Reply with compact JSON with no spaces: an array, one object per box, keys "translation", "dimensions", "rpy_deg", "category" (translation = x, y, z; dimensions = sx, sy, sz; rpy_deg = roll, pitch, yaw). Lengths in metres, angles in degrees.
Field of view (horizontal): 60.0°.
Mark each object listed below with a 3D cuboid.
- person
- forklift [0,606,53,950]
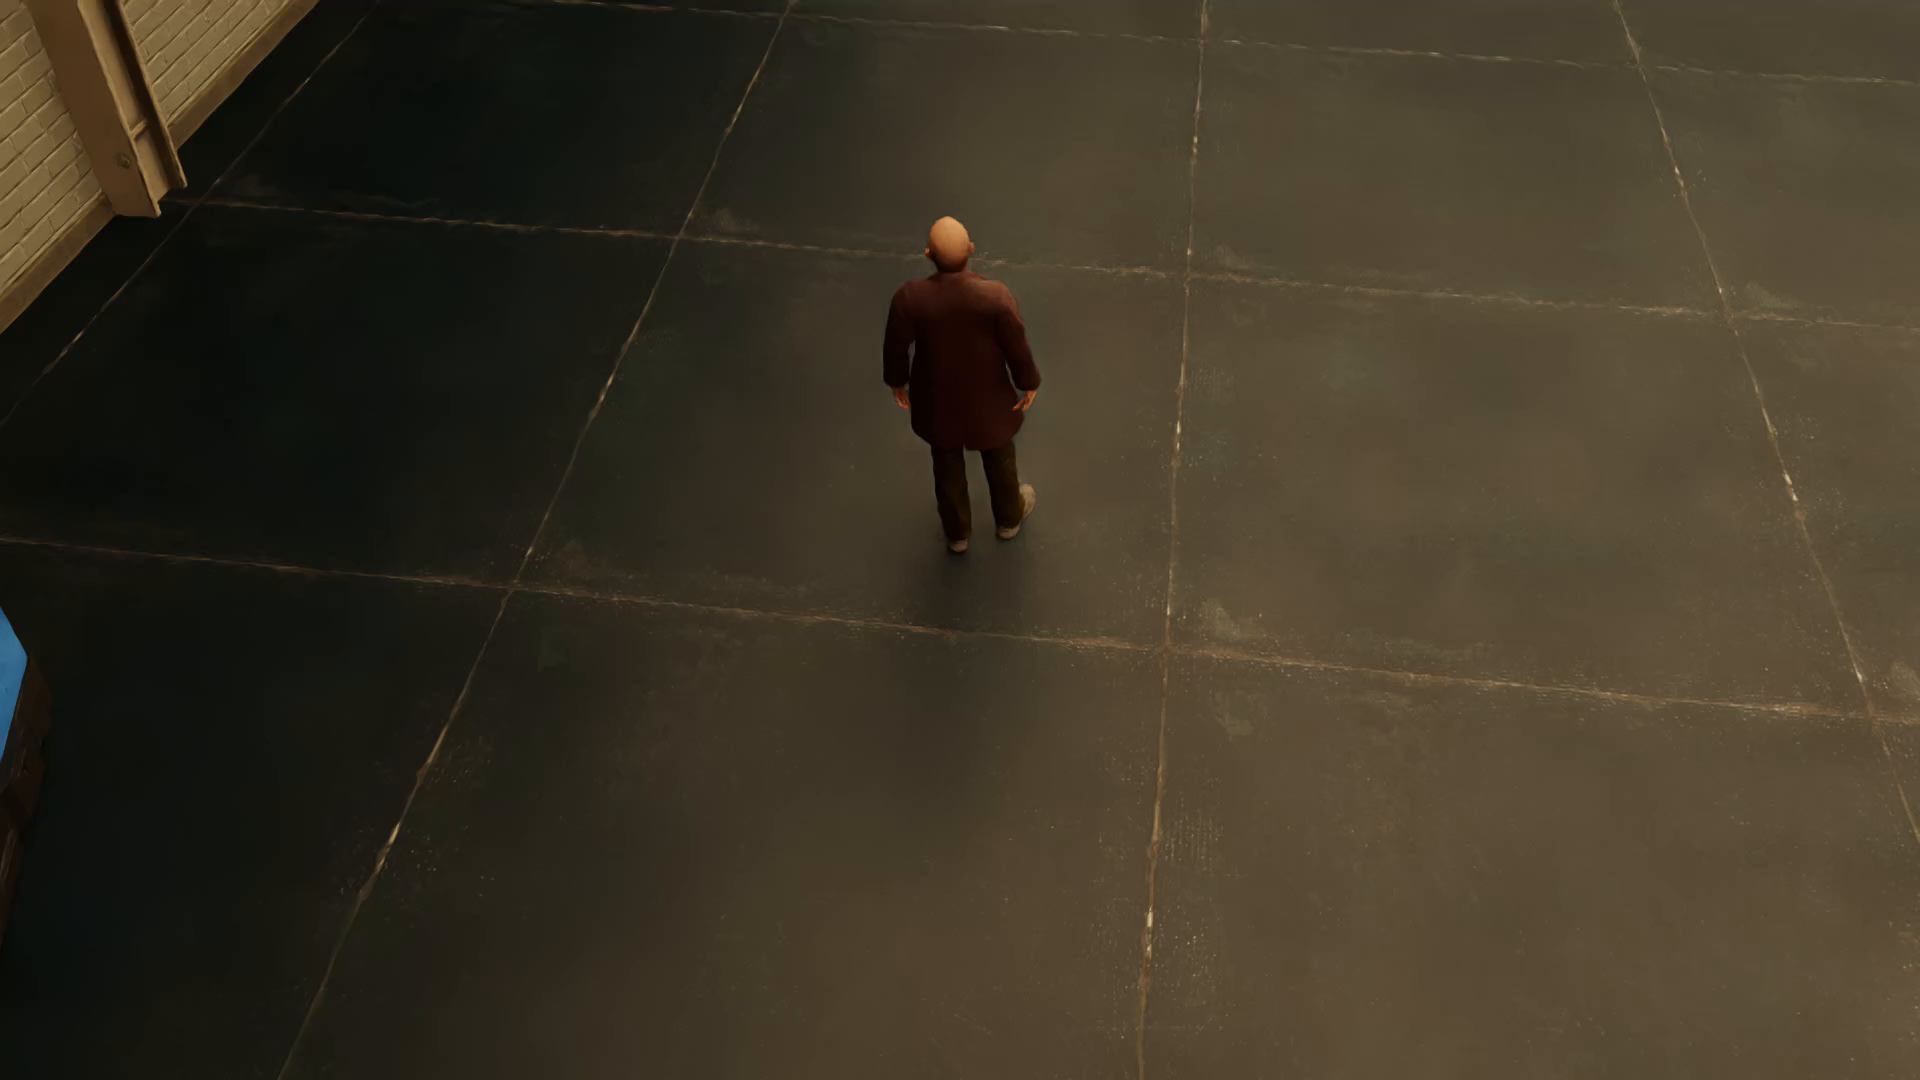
[{"translation":[0.017,-0.721,7.351],"dimensions":[0.694,1.776,0.580],"rpy_deg":[5,43,6],"category":"person"},{"translation":[-4.059,0.653,5.013],"dimensions":[1.130,2.935,3.031],"rpy_deg":[-8,43,-9],"category":"forklift"}]
